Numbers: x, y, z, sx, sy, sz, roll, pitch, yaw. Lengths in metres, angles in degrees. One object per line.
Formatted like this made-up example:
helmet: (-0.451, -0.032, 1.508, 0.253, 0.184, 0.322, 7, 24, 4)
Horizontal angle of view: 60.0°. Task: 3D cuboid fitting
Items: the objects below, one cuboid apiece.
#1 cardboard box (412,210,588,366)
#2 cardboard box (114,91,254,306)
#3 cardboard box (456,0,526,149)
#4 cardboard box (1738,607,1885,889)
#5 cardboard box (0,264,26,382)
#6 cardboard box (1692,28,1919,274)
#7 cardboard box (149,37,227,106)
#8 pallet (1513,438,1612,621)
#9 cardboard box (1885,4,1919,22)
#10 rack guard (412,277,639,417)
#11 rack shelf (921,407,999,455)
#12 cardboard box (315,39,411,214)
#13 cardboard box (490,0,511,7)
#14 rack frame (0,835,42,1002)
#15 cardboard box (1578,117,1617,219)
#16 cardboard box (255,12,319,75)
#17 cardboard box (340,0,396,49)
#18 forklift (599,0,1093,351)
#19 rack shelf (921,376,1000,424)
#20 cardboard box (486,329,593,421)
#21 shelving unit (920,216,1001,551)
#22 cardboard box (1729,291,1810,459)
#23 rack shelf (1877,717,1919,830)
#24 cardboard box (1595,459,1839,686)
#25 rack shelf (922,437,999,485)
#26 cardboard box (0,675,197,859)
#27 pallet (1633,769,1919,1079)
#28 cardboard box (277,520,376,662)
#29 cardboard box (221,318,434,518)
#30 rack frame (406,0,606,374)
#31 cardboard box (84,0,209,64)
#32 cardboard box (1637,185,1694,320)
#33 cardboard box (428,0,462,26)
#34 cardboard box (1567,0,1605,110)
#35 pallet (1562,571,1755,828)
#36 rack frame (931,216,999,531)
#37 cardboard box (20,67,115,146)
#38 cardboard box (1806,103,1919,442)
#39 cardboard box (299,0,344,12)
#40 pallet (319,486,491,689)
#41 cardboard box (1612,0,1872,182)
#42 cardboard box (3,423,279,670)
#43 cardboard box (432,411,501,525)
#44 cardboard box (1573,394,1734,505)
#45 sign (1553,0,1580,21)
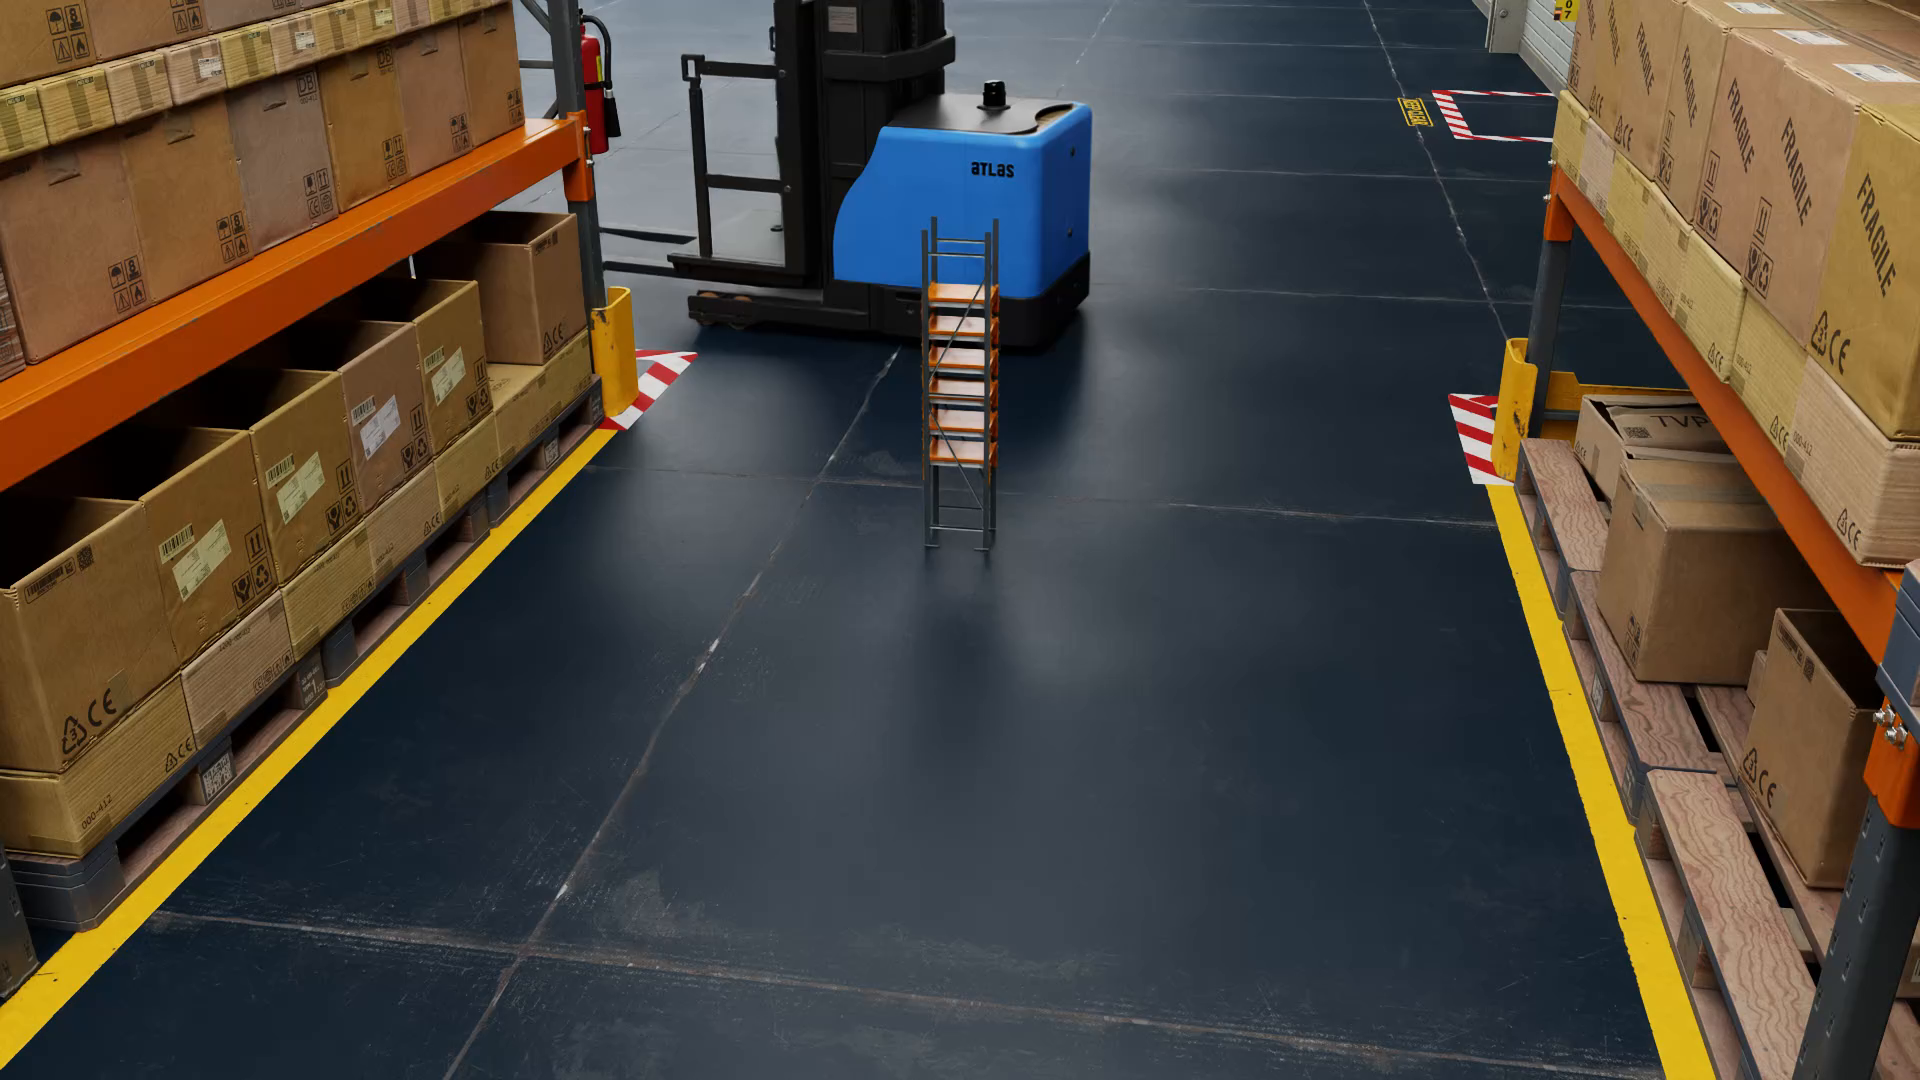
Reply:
cardboard box: (-1.873, -1.043, 6.803, 0.500, 0.500, 0.500, 4, 25, 9)
cardboard box: (-2.500, -0.992, 4.714, 0.700, 0.500, 0.500, 4, 25, 9)
cardboard box: (-2.168, -1.854, 6.555, 0.700, 0.500, 0.500, 4, 25, 9)
cardboard box: (2.285, 0.507, 4.058, 0.500, 0.500, 0.500, 2, 25, 5)
cardboard box: (-2.666, -0.562, 3.794, 0.700, 0.500, 0.500, 3, 25, 7)
cardboard box: (2.096, -0.908, 3.920, 0.500, 0.500, 0.500, 3, 25, 7)
cardboard box: (-2.291, -1.308, 4.622, 0.380, 0.149, 0.250, 3, 25, 7)
pallet: (2.629, -0.030, 6.064, 1.003, 0.211, 1.213, 4, 25, 9)
cardboard box: (2.687, -1.094, 4.317, 0.500, 0.500, 0.500, 4, 25, 9)
rack guard: (-2.075, -0.881, 7.543, 1.175, 0.500, 0.348, 4, 25, 9)
rack shelf: (0.002, -0.401, 6.078, 0.258, 0.103, 0.180, 4, 25, 9)
cardboard box: (-2.336, -1.427, 5.642, 0.700, 0.500, 0.500, 4, 25, 9)
cardboard box: (-1.953, -2.169, 6.463, 0.380, 0.149, 0.250, 4, 25, 8)
rack frame: (-2.732, -0.330, 3.418, 1.000, 3.000, 0.127, 4, 25, 9)
cardboard box: (2.345, -1.203, 5.434, 0.500, 0.250, 0.500, 3, 25, 7)
cardboard box: (-2.205, -1.521, 5.077, 0.380, 0.149, 0.250, 4, 25, 8)
cardboard box: (-2.122, -1.738, 5.542, 0.380, 0.149, 0.250, 5, 26, 10)
forklift: (-0.882, -2.616, 8.381, 3.031, 2.935, 1.130, 9, 26, 18)
rack shelf: (0.002, -0.509, 6.027, 0.258, 0.103, 0.180, 4, 25, 9)
cardboard box: (-1.875, -0.703, 6.963, 0.500, 0.250, 0.500, 4, 25, 9)
shelving unit: (0.002, -0.549, 6.009, 0.258, 1.200, 0.189, 4, 25, 9)
cardboard box: (2.023, -0.357, 3.627, 0.500, 0.250, 0.500, 4, 25, 9)
rack shelf: (1.828, 1.174, 1.053, 1.077, 0.370, 4.000, 4, 25, 9)
cardboard box: (2.345, 0.096, 4.936, 0.700, 0.500, 0.500, 2, 25, 5)
rack shelf: (0.002, -0.292, 6.129, 0.258, 0.103, 0.180, 4, 25, 9)
cardboard box: (-2.358, 0.552, 4.281, 0.500, 0.250, 0.500, 4, 25, 9)
pallet: (2.230, 0.991, 3.884, 1.003, 0.211, 1.213, 4, 25, 9)
cardboard box: (-2.184, 0.134, 5.173, 0.500, 0.250, 0.500, 4, 25, 9)
cardboard box: (-2.105, -0.415, 5.461, 0.500, 0.500, 0.500, 4, 25, 9)
rack frame: (-2.079, -2.003, 6.992, 1.000, 3.000, 0.127, 4, 25, 9)
cardboard box: (-2.502, -1.570, 4.418, 0.700, 0.500, 0.500, 4, 25, 8)
cardboard box: (2.171, -0.779, 4.529, 0.500, 0.250, 0.500, 4, 25, 9)
cardboard box: (-2.036, -1.953, 6.001, 0.380, 0.149, 0.250, 4, 25, 8)
cardboard box: (2.434, -1.764, 5.748, 0.500, 0.500, 0.500, 4, 25, 9)
pallet: (2.427, 0.479, 4.977, 1.003, 0.211, 1.213, 4, 25, 9)
rack frame: (0.017, -0.588, 6.090, 0.240, 1.200, 0.006, 4, 25, 9)
cardboard box: (-2.375, -1.091, 4.160, 0.380, 0.149, 0.250, 4, 25, 8)
cardboard box: (1.927, -0.489, 3.024, 0.500, 0.500, 0.500, 4, 25, 8)
cardboard box: (-2.338, -1.988, 5.312, 0.700, 0.500, 0.500, 4, 25, 9)
pallet: (-2.364, 0.091, 5.806, 1.003, 0.211, 1.213, 4, 25, 9)
cardboard box: (2.253, -1.342, 4.847, 0.500, 0.500, 0.500, 3, 25, 7)
cardboard box: (-2.274, 0.003, 4.568, 0.500, 0.500, 0.500, 4, 25, 9)
cardboard box: (-2.025, -0.284, 6.067, 0.500, 0.250, 0.500, 4, 25, 9)
cardboard box: (2.607, -0.360, 6.134, 0.500, 0.311, 0.500, 1, 25, 3)
sign: (2.274, -2.091, 6.158, 0.100, 0.325, 0.005, 4, 25, 9)
